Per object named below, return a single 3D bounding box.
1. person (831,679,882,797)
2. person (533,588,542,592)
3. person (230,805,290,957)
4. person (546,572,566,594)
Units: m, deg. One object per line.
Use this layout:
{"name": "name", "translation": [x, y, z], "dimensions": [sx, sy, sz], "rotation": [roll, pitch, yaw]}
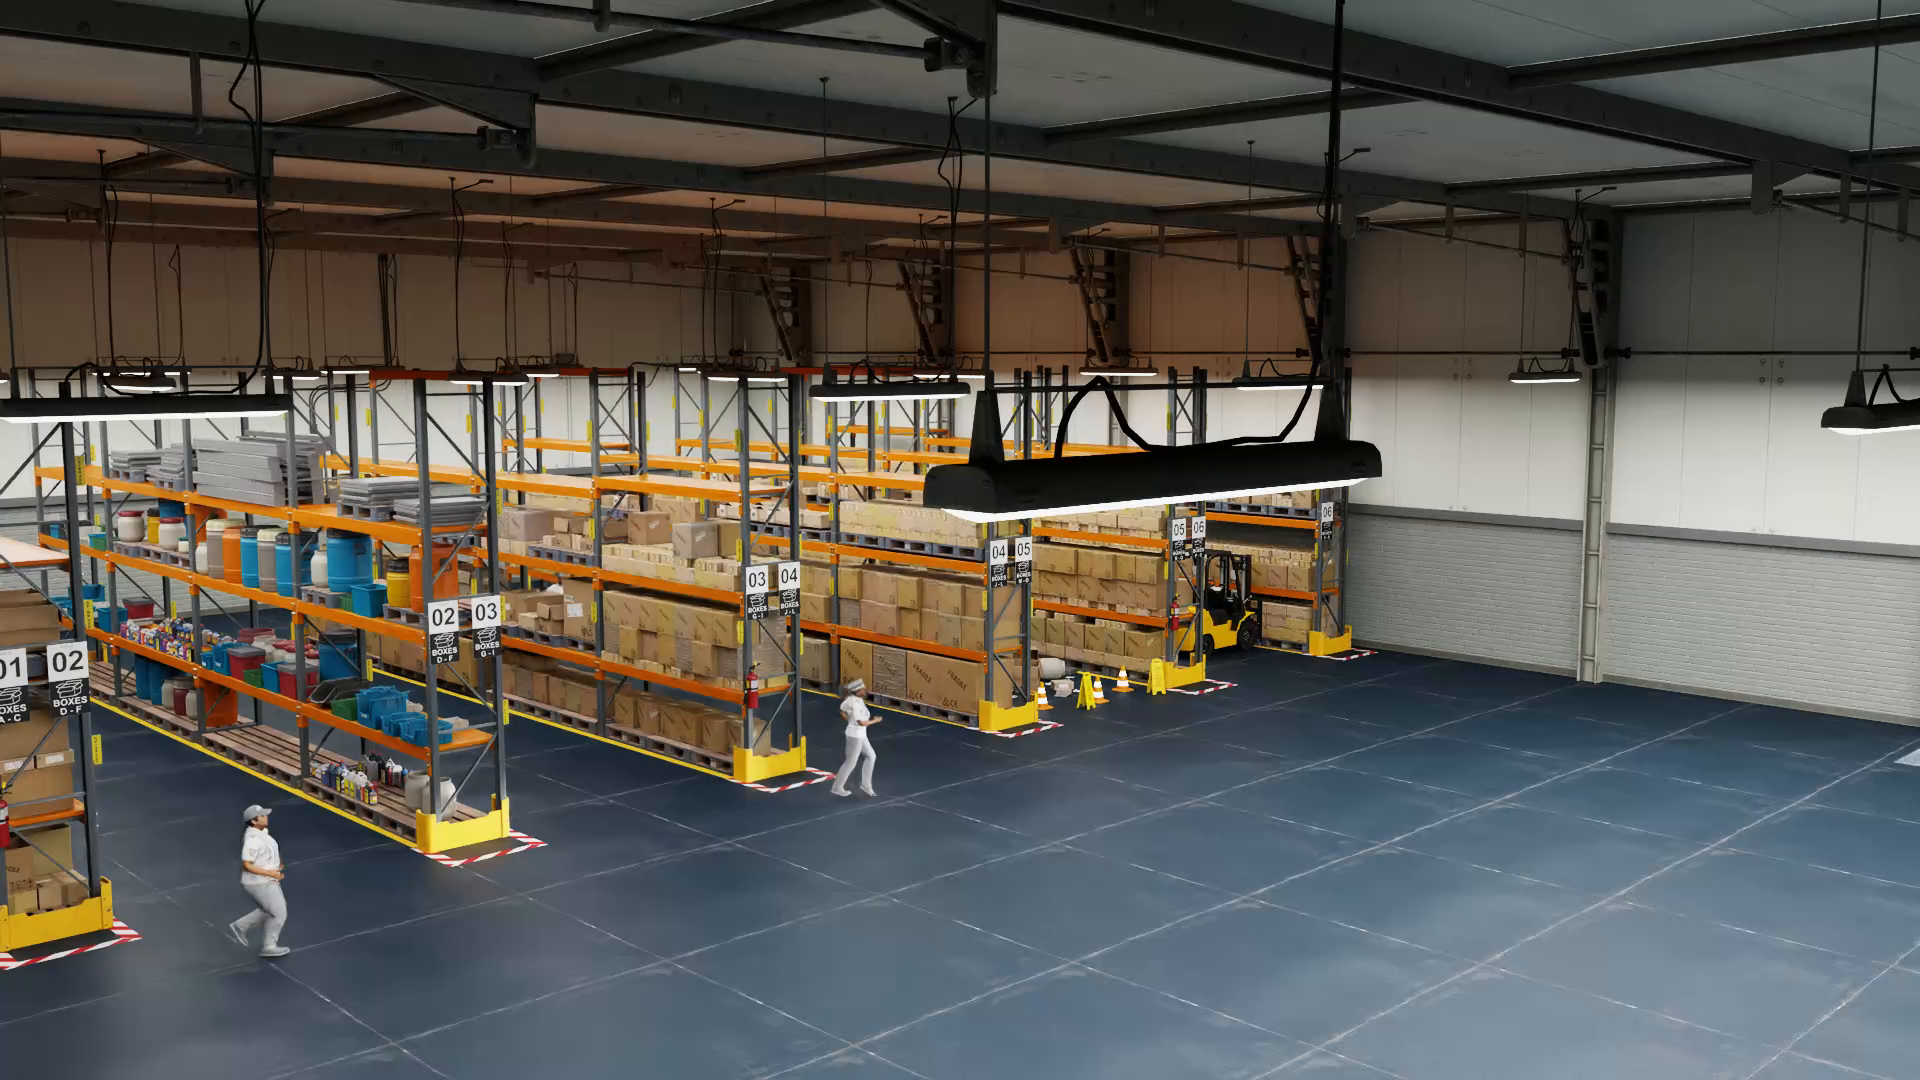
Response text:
{"name": "person", "translation": [-1.470, 2.834, 23.625], "dimensions": [0.744, 1.757, 0.579], "rotation": [0, 6, -4]}
{"name": "person", "translation": [-8.472, 1.751, 33.376], "dimensions": [0.878, 1.596, 0.531], "rotation": [5, 8, 38]}
{"name": "person", "translation": [-7.363, 3.568, 17.407], "dimensions": [0.588, 1.616, 0.607], "rotation": [-2, 7, -18]}
{"name": "person", "translation": [-8.404, 1.525, 35.019], "dimensions": [0.663, 1.773, 0.824], "rotation": [-5, 8, -38]}
